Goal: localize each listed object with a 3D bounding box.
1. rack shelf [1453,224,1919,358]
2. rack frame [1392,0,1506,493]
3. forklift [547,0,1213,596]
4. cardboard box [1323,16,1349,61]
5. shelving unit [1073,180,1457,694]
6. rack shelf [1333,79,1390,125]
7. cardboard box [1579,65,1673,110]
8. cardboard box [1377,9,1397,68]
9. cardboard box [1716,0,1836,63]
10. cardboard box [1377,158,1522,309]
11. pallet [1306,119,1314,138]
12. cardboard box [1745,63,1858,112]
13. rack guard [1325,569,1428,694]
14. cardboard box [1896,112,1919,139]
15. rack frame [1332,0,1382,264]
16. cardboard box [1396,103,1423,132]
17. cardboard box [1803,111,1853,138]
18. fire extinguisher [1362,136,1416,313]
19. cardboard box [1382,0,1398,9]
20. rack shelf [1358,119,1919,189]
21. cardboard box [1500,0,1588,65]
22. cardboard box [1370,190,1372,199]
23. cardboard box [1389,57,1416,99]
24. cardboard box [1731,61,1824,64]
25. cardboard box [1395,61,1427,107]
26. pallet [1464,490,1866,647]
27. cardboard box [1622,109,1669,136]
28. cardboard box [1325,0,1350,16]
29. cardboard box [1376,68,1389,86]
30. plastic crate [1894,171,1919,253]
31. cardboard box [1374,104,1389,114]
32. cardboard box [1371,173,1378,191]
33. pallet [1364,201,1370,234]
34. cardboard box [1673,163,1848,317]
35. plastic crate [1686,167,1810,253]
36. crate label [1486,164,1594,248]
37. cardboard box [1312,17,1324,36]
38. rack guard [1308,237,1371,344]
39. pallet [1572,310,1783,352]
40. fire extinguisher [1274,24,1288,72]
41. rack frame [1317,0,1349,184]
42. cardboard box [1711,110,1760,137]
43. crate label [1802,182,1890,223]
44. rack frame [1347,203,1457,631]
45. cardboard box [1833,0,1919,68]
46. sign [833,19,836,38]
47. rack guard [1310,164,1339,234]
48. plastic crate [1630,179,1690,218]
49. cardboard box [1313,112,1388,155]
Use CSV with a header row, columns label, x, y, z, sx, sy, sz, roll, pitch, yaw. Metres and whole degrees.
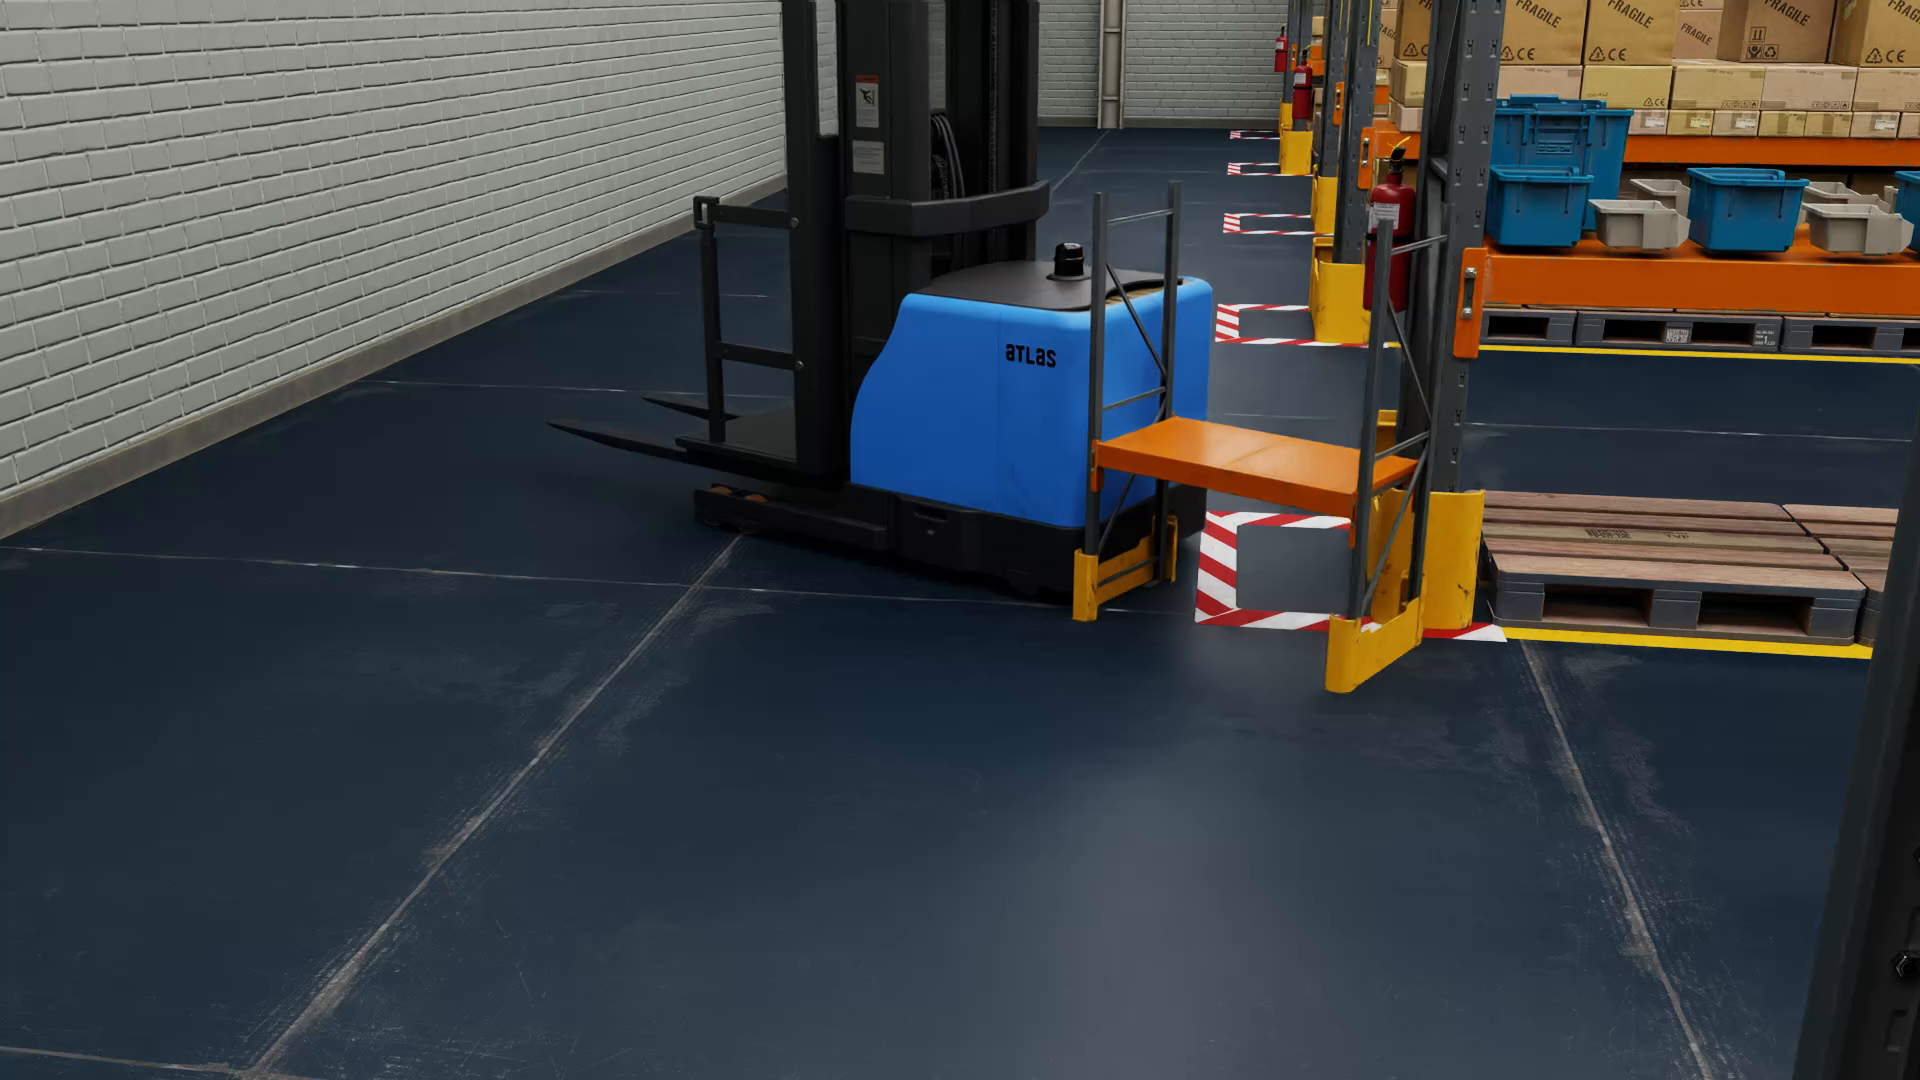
label,x,y,z,sx,sy,sz,roll,pitch,yaw
rack shelf,3.728,-0.854,5.762,4.000,0.370,1.077,3,19,9
rack frame,1.753,-1.296,5.948,0.127,3.000,1.000,3,19,9
forklift,-0.499,-1.535,6.770,3.031,2.935,1.130,13,22,33
cardboard box,4.539,-5.885,19.508,0.500,0.500,0.500,3,19,8
shelving unit,0.999,-0.395,5.620,1.083,1.500,0.587,14,23,37
rack shelf,5.400,-3.954,15.028,4.000,0.370,1.077,3,19,9
cardboard box,3.979,-2.758,10.087,0.500,0.250,0.500,2,19,7
cardboard box,3.825,-4.476,14.825,0.500,0.500,0.500,4,19,11
cardboard box,5.056,-3.228,10.308,0.500,0.500,0.500,2,19,7
cardboard box,3.183,-2.032,10.835,0.875,0.875,0.875,3,19,9
pallet,5.756,-6.141,24.825,1.213,0.211,1.003,3,19,9
cardboard box,4.995,-2.707,9.934,0.500,0.250,0.500,3,19,10
rack guard,1.386,0.297,5.520,0.087,0.250,0.587,14,23,37
cardboard box,5.627,-2.466,9.840,0.250,0.149,0.380,3,19,8
rack frame,2.539,-2.847,10.586,0.127,3.000,1.000,3,19,9
cardboard box,2.837,-2.607,10.263,0.250,0.149,0.380,3,19,9
cardboard box,5.119,-2.491,9.918,0.250,0.149,0.380,3,19,10
fire extinguisher,1.676,-1.232,6.468,0.183,0.674,0.296,3,19,9
cardboard box,3.826,-4.953,14.677,0.500,0.500,0.500,3,19,8
rack shelf,4.513,-2.406,10.399,4.000,0.370,1.077,3,19,9
cardboard box,3.463,-3.139,10.043,0.500,0.500,0.500,2,19,7
cardboard box,3.892,-3.117,15.222,0.250,0.149,0.380,3,19,10
cardboard box,3.059,-2.976,10.738,0.500,0.250,0.500,3,19,8
cardboard box,5.063,-2.873,10.429,0.500,0.250,0.500,3,19,10
cardboard box,2.970,-2.809,10.237,0.500,0.250,0.500,2,19,7
pallet,2.561,0.080,6.230,1.213,0.211,1.003,3,19,9
cardboard box,4.107,-2.543,10.072,0.250,0.149,0.380,3,19,8
cardboard box,4.539,-6.360,19.351,0.500,0.500,0.500,3,19,7
cardboard box,3.693,-4.158,14.899,0.250,0.149,0.380,3,19,8
plastic crate,3.245,-1.063,5.422,0.300,0.233,0.416,3,19,9
cardboard box,6.321,-6.405,24.497,0.500,0.500,0.700,4,19,11
cardboard box,3.902,-3.278,15.234,0.250,0.149,0.380,4,19,11
pallet,4.297,-3.018,15.490,1.213,0.211,1.003,3,19,9
cardboard box,4.960,-1.941,10.564,0.875,0.875,0.875,3,19,9
plastic crate,2.594,-1.096,5.521,0.300,0.233,0.416,3,19,9
crate label,1.944,-1.129,5.620,0.303,0.233,0.416,3,19,9
cardboard box,5.299,-7.470,24.169,0.500,0.250,0.500,3,19,9
rack guard,2.515,-1.663,10.986,0.348,0.500,1.175,3,19,9
pallet,4.541,-1.447,10.796,1.213,0.211,1.003,3,19,9
fire extinguisher,4.676,-7.156,24.174,0.183,0.674,0.296,3,19,9
rack frame,3.425,-4.396,15.215,0.127,3.000,1.000,3,19,9
cardboard box,4.615,-2.517,9.995,0.250,0.149,0.380,3,19,10
crate label,3.150,-1.189,5.951,0.243,0.136,0.396,3,19,9
rack frame,1.401,-0.291,5.310,0.032,1.500,0.500,14,23,37
cardboard box,5.498,-3.038,9.740,0.500,0.500,0.500,3,19,9
sign,-1.529,-6.345,20.612,0.001,0.218,0.327,3,19,9
rack guard,3.500,-3.207,15.600,0.348,0.500,1.175,3,19,9
plastic crate,2.587,-1.215,6.027,0.243,0.136,0.396,3,19,9
cardboard box,4.778,-4.934,20.199,0.875,0.438,0.875,2,19,7
